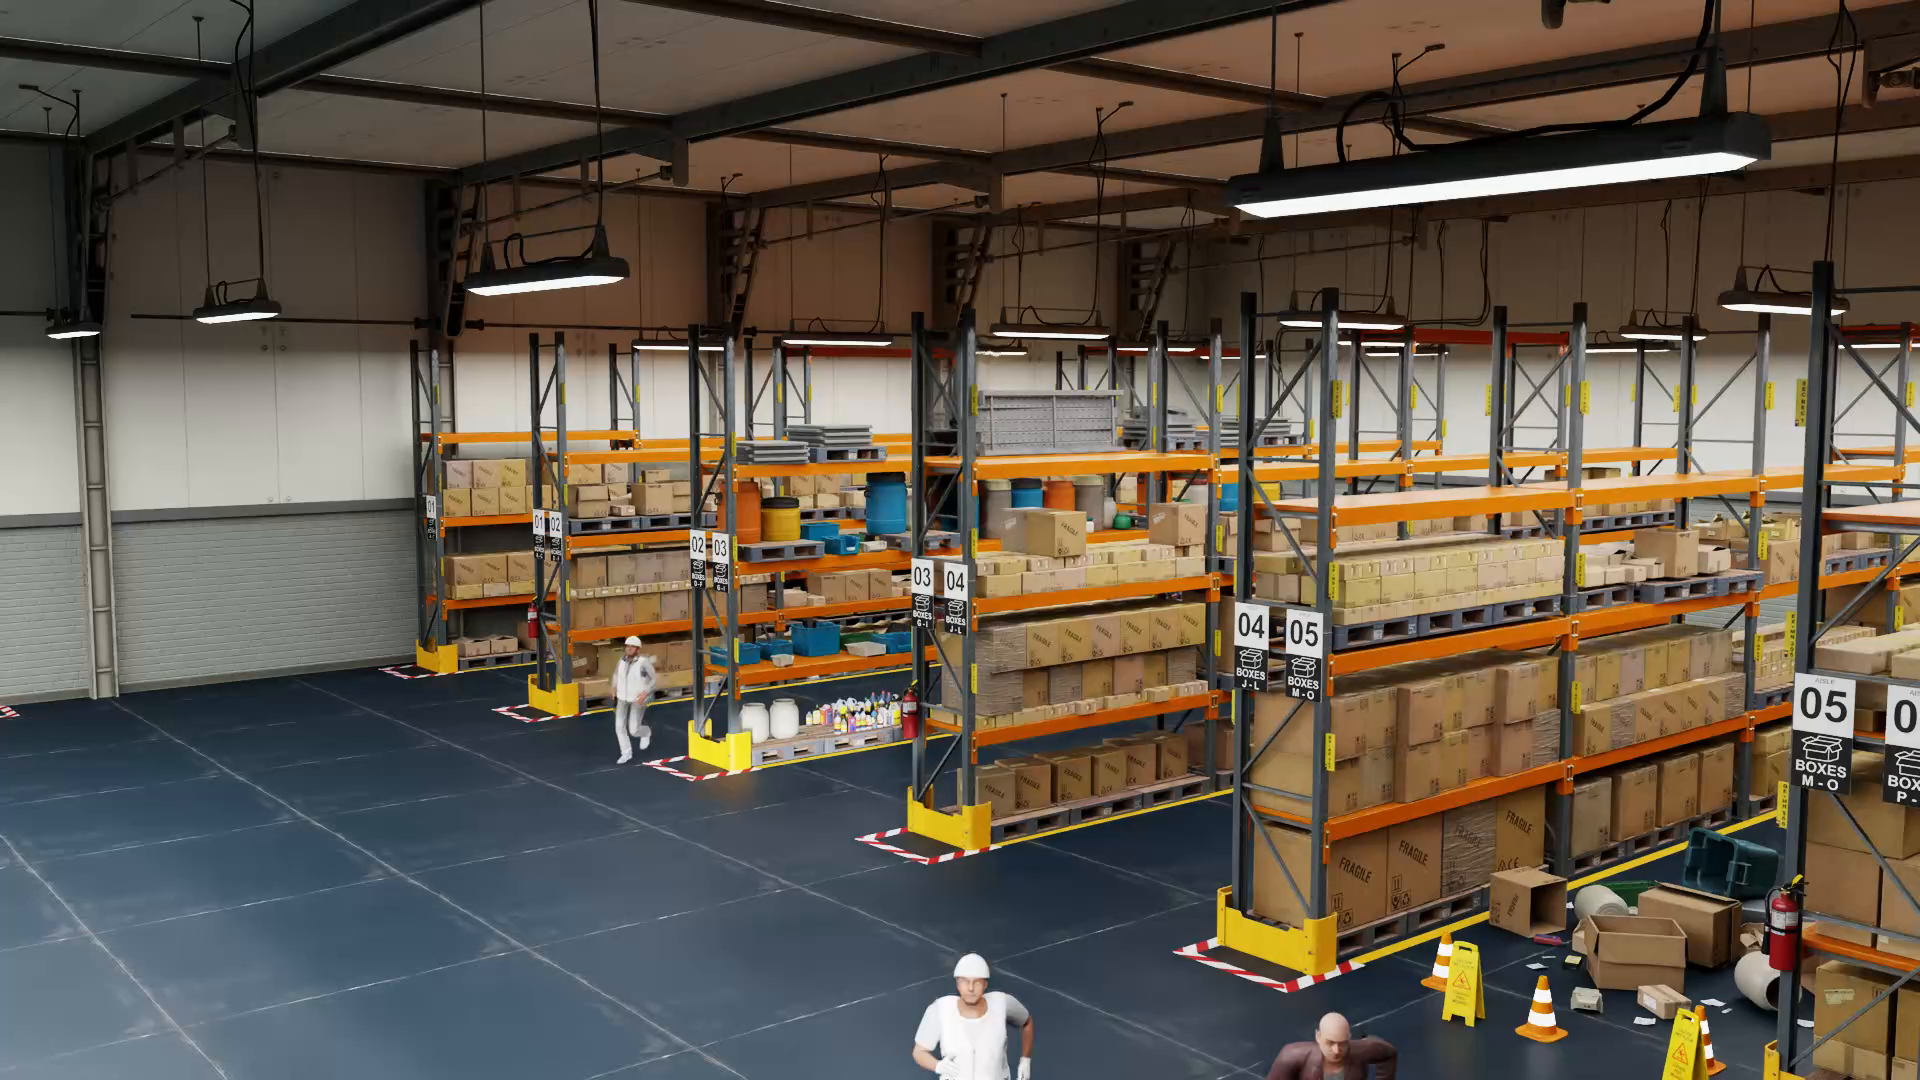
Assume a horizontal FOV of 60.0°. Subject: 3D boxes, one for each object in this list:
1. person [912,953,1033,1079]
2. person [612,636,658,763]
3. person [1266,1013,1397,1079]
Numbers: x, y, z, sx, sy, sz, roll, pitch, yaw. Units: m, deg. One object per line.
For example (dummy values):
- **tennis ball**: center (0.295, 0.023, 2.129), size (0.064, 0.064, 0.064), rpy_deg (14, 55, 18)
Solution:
- **person**: center (0.073, 3.358, 9.905), size (0.704, 1.850, 0.798), rpy_deg (0, 5, 5)
- **person**: center (-4.503, 2.188, 23.055), size (0.697, 1.746, 0.676), rpy_deg (2, 6, 16)
- **person**: center (2.127, 3.468, 9.646), size (0.754, 1.713, 1.082), rpy_deg (0, 5, 5)
